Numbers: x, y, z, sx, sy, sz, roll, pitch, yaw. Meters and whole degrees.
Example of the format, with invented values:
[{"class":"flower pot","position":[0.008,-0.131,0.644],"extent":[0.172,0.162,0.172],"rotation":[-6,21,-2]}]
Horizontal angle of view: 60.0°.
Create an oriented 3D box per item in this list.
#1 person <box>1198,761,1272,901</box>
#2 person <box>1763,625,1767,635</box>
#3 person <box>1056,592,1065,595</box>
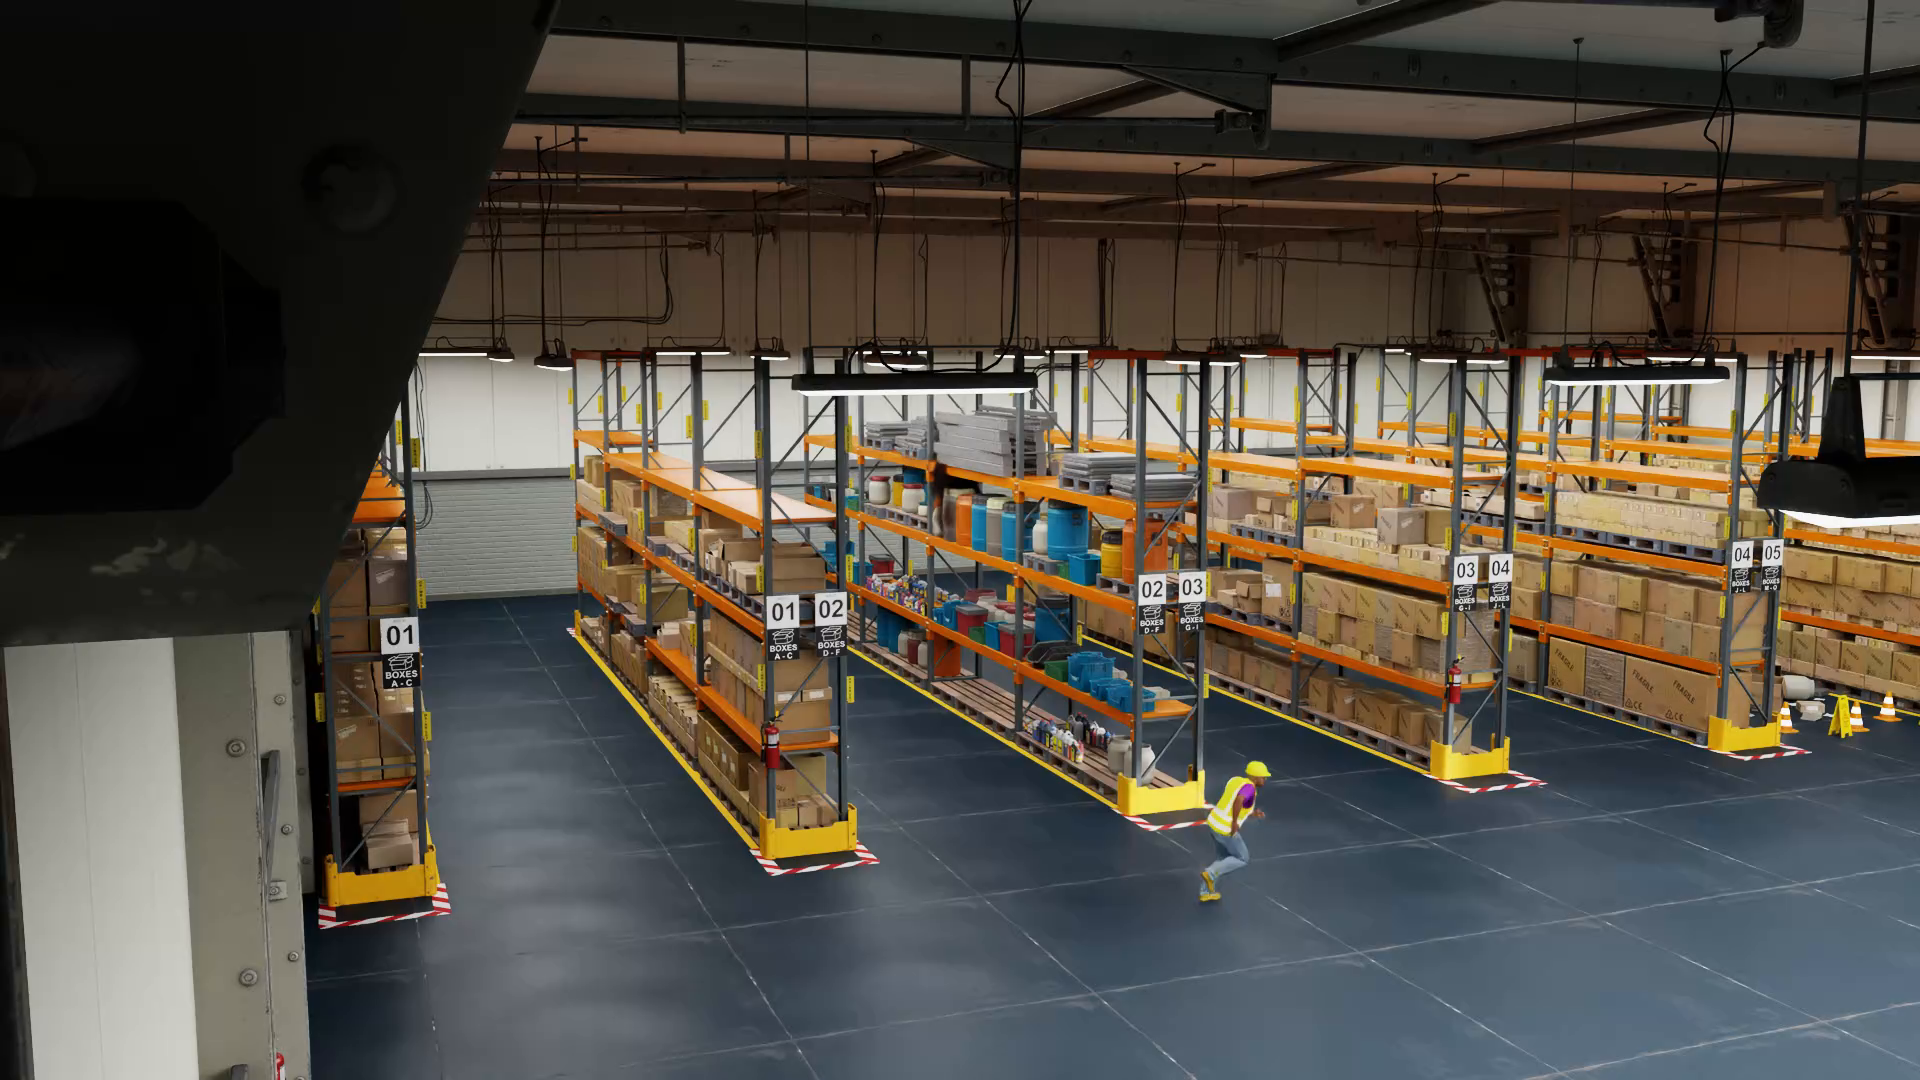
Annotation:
[{"class":"person","position":[3.071,3.257,18.518],"extent":[0.825,1.574,0.734],"rotation":[-1,7,-11]},{"class":"person","position":[16.298,1.325,33.382],"extent":[0.662,1.730,0.565],"rotation":[-2,7,-18]},{"class":"person","position":[1.797,1.802,29.649],"extent":[0.636,1.773,0.830],"rotation":[-4,8,-27]}]
